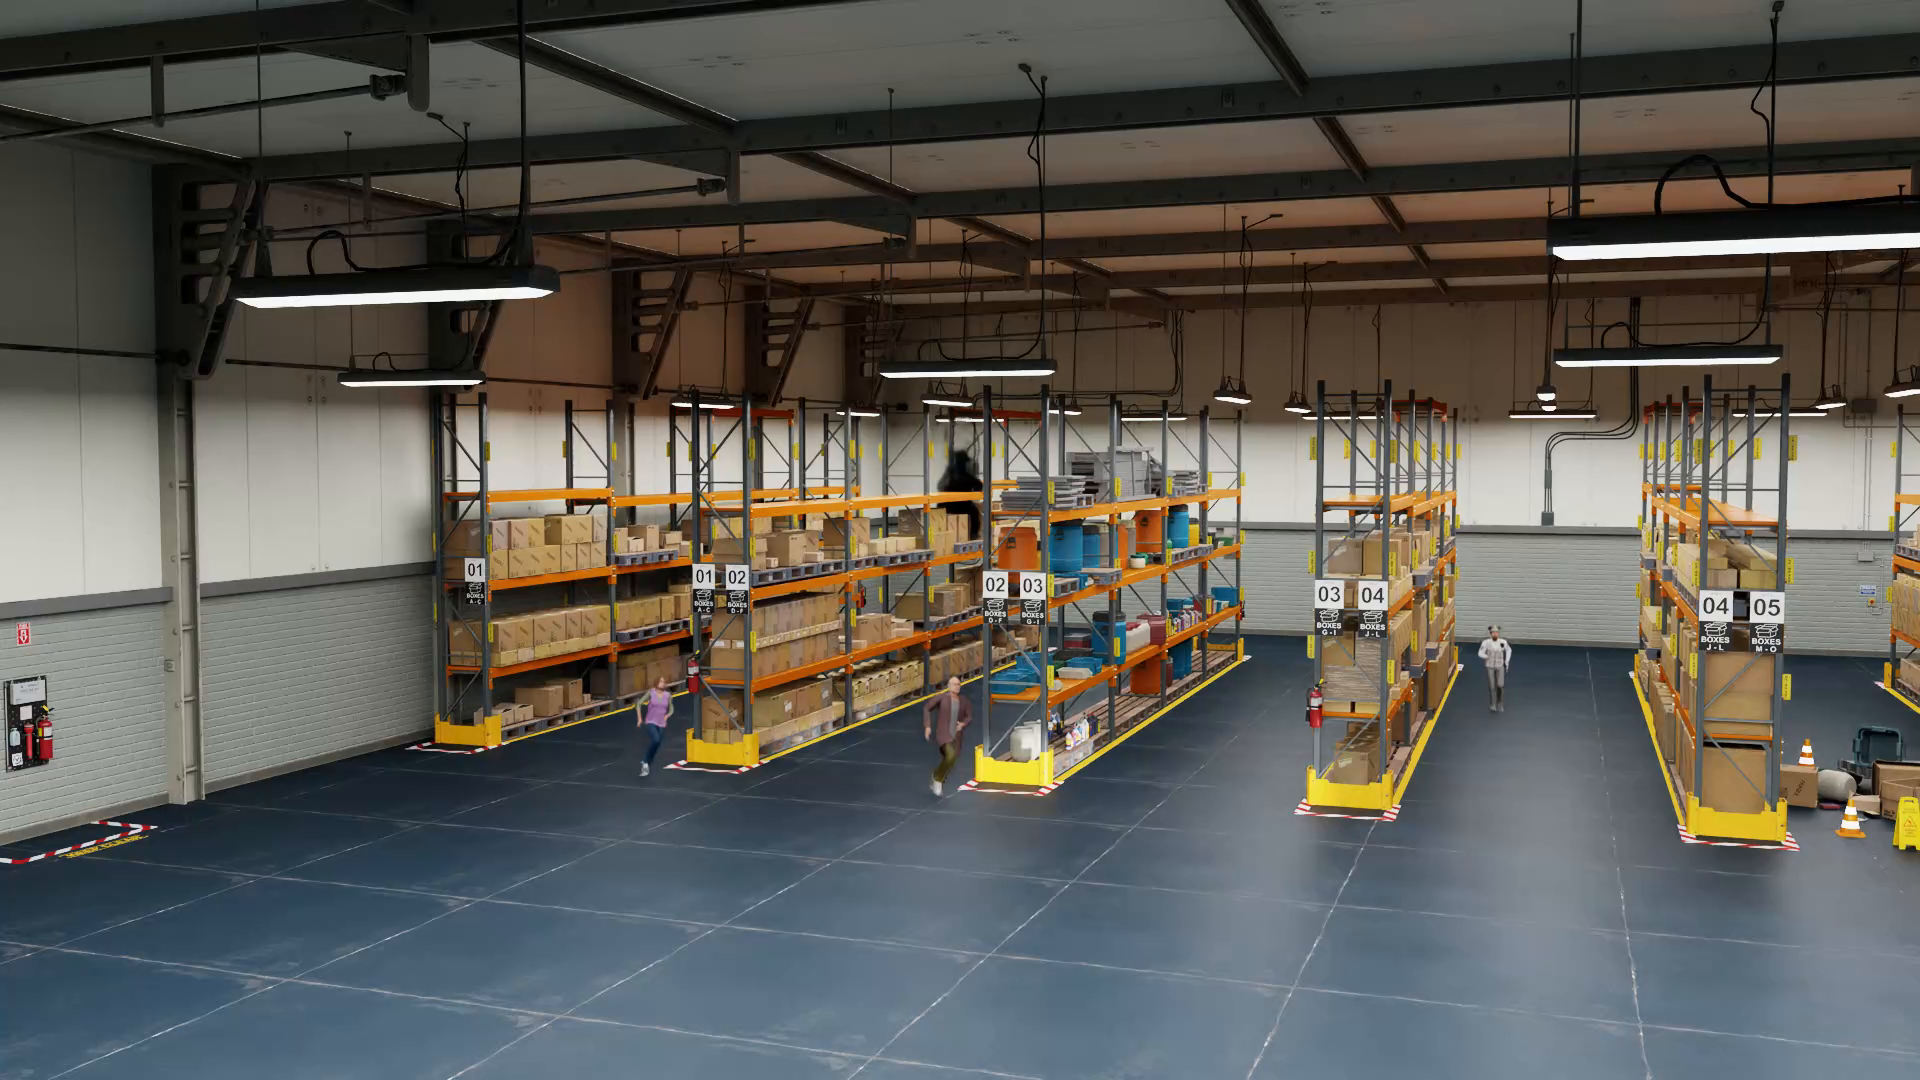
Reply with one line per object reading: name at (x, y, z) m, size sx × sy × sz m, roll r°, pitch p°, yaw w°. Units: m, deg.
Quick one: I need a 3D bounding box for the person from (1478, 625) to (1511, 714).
person at (10.235, 2.467, 31.839) m, size 0.606 × 1.713 × 0.709 m, roll 1°, pitch 3°, yaw 18°

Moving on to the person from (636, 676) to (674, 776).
person at (-4.649, 2.862, 25.581) m, size 0.553 × 1.529 × 0.575 m, roll -2°, pitch 3°, yaw -28°

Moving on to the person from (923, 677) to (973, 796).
person at (-0.130, 2.836, 24.071) m, size 0.678 × 1.687 × 0.712 m, roll -1°, pitch 3°, yaw -24°
